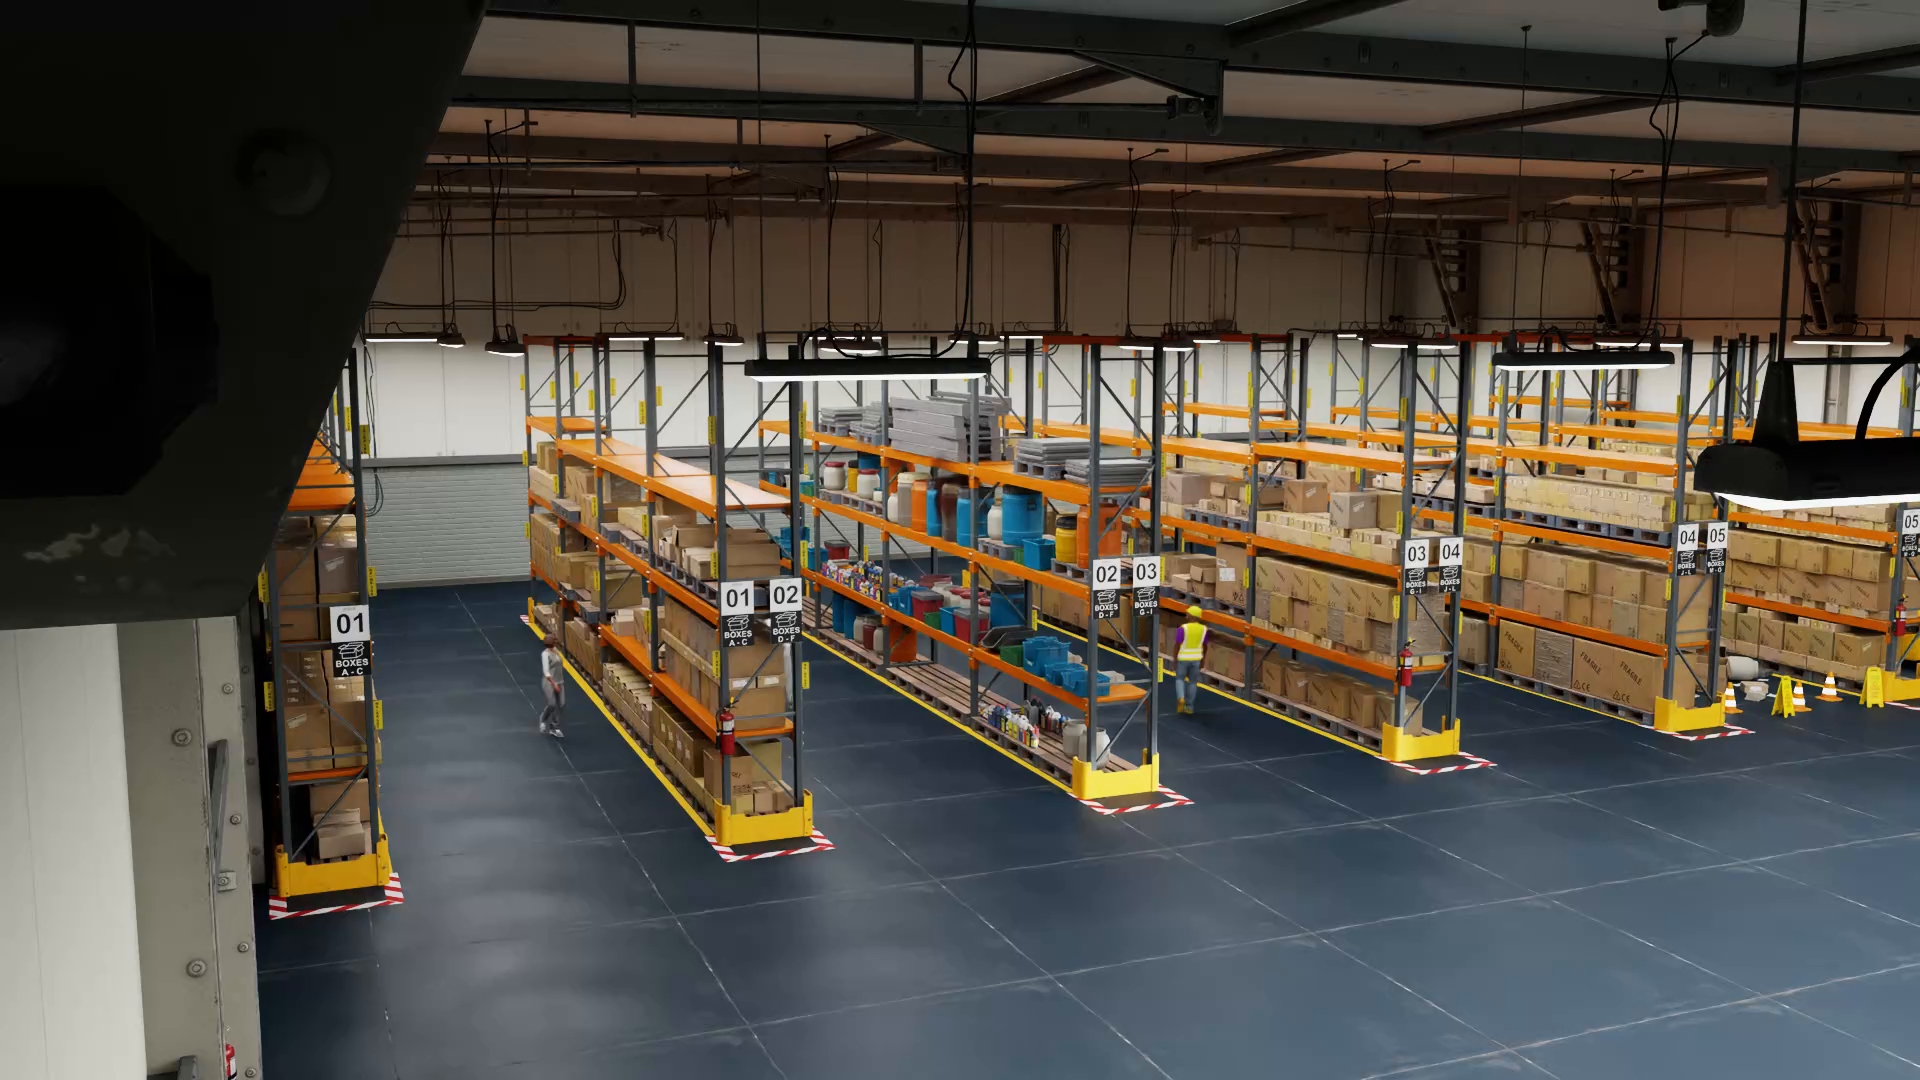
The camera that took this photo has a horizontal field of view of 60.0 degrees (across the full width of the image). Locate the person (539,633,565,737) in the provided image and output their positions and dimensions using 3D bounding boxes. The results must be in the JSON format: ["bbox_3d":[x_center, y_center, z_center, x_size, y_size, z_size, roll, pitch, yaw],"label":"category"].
[{"bbox_3d":[-6.191,2.201,25.365,0.507,1.593,0.499,5,9,33],"label":"person"}]

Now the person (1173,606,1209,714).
[{"bbox_3d":[3.688,1.922,26.577,0.550,1.754,0.602,2,8,11],"label":"person"}]

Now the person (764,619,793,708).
[{"bbox_3d":[-2.956,1.856,27.097,0.521,1.721,1.033,-5,9,-31],"label":"person"}]
